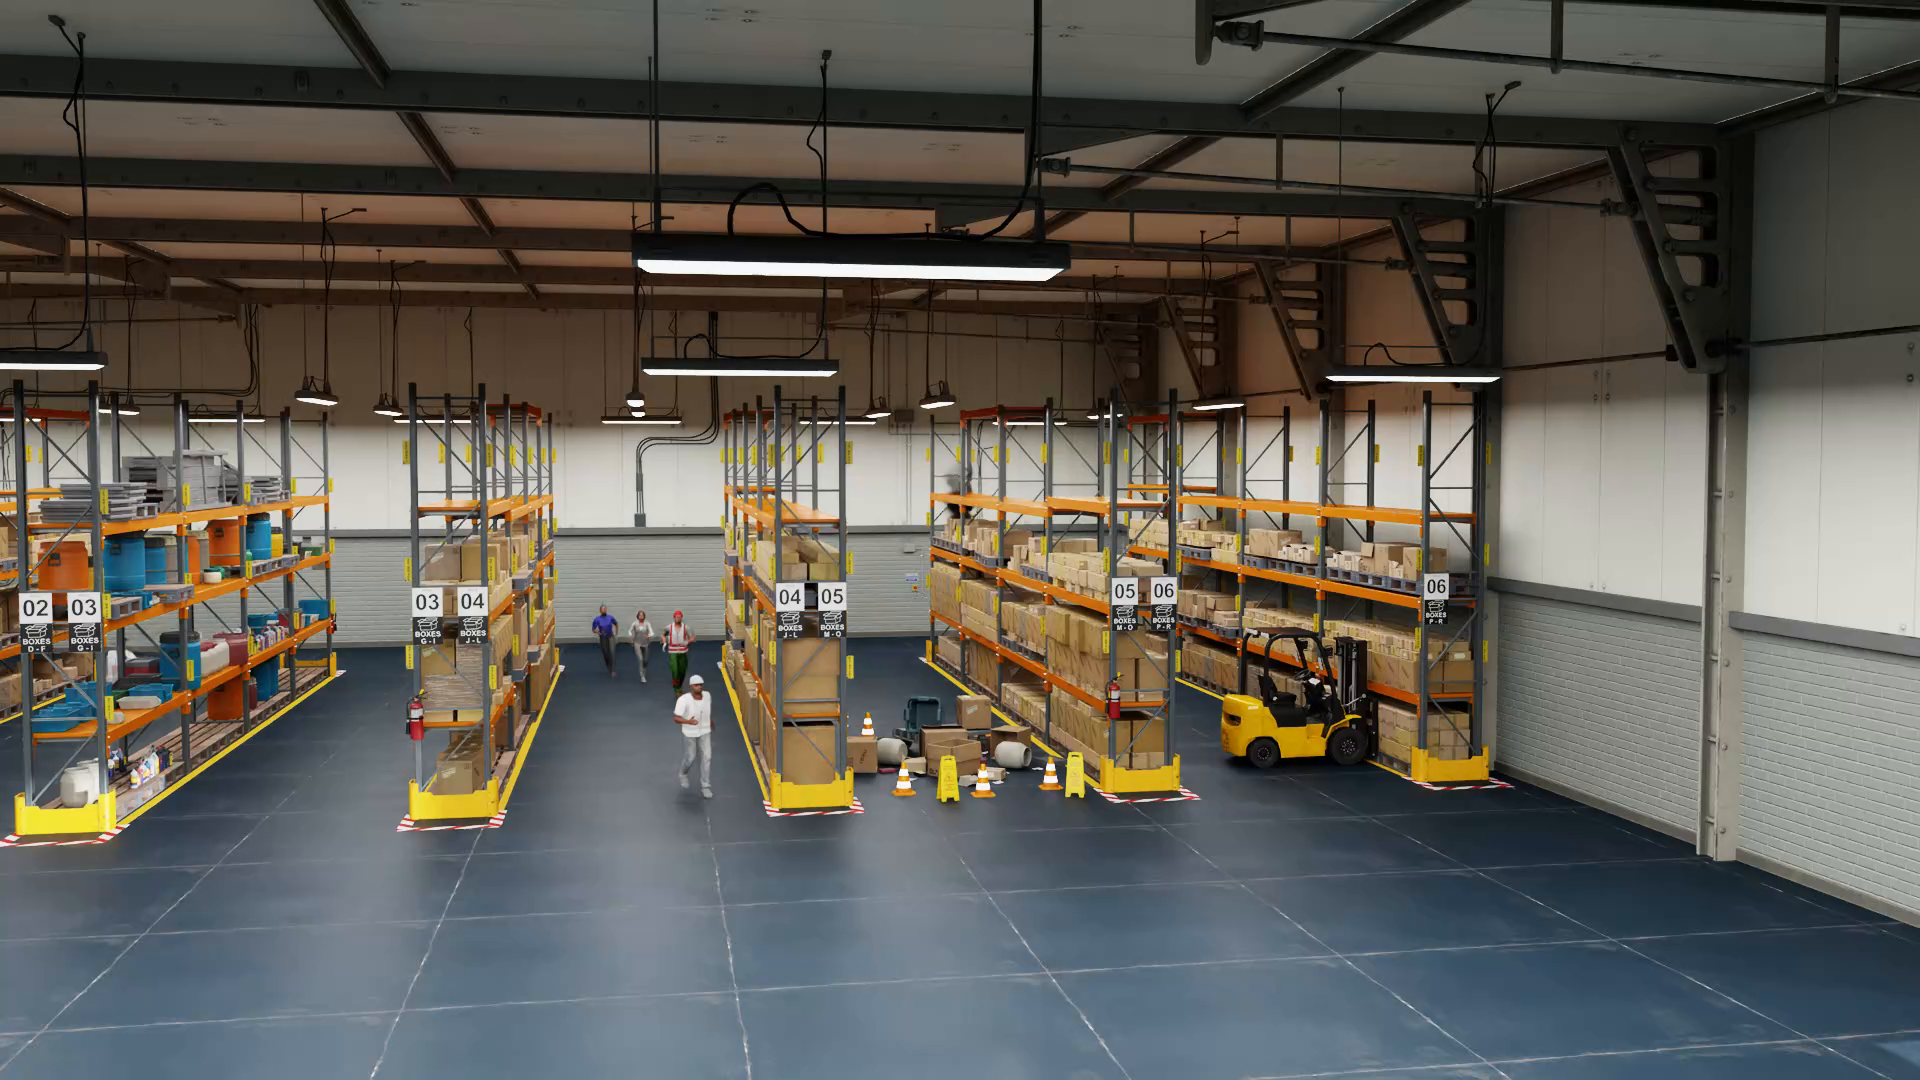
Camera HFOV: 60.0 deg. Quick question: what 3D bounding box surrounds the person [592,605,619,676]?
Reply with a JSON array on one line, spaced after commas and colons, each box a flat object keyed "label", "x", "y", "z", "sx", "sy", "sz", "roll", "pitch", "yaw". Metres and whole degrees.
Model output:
[{"label": "person", "x": -8.105, "y": 2.285, "z": 38.032, "sx": 0.624, "sy": 1.612, "sz": 0.738, "roll": -1, "pitch": 3, "yaw": -20}]

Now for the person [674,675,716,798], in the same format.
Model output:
[{"label": "person", "x": -3.910, "y": 2.860, "z": 24.517, "sx": 0.660, "sy": 1.767, "sz": 0.984, "roll": -2, "pitch": 3, "yaw": -28}]

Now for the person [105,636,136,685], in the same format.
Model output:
[{"label": "person", "x": -14.985, "y": 2.607, "z": 29.644, "sx": 0.643, "sy": 1.833, "sz": 0.829, "roll": 0, "pitch": 3, "yaw": -8}]

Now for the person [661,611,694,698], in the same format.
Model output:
[{"label": "person", "x": -5.844, "y": 2.347, "z": 34.500, "sx": 0.673, "sy": 1.777, "sz": 0.872, "roll": -1, "pitch": 3, "yaw": -14}]

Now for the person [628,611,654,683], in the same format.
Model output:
[{"label": "person", "x": -7.065, "y": 2.344, "z": 36.856, "sx": 0.538, "sy": 1.568, "sz": 0.736, "roll": -1, "pitch": 3, "yaw": -16}]
